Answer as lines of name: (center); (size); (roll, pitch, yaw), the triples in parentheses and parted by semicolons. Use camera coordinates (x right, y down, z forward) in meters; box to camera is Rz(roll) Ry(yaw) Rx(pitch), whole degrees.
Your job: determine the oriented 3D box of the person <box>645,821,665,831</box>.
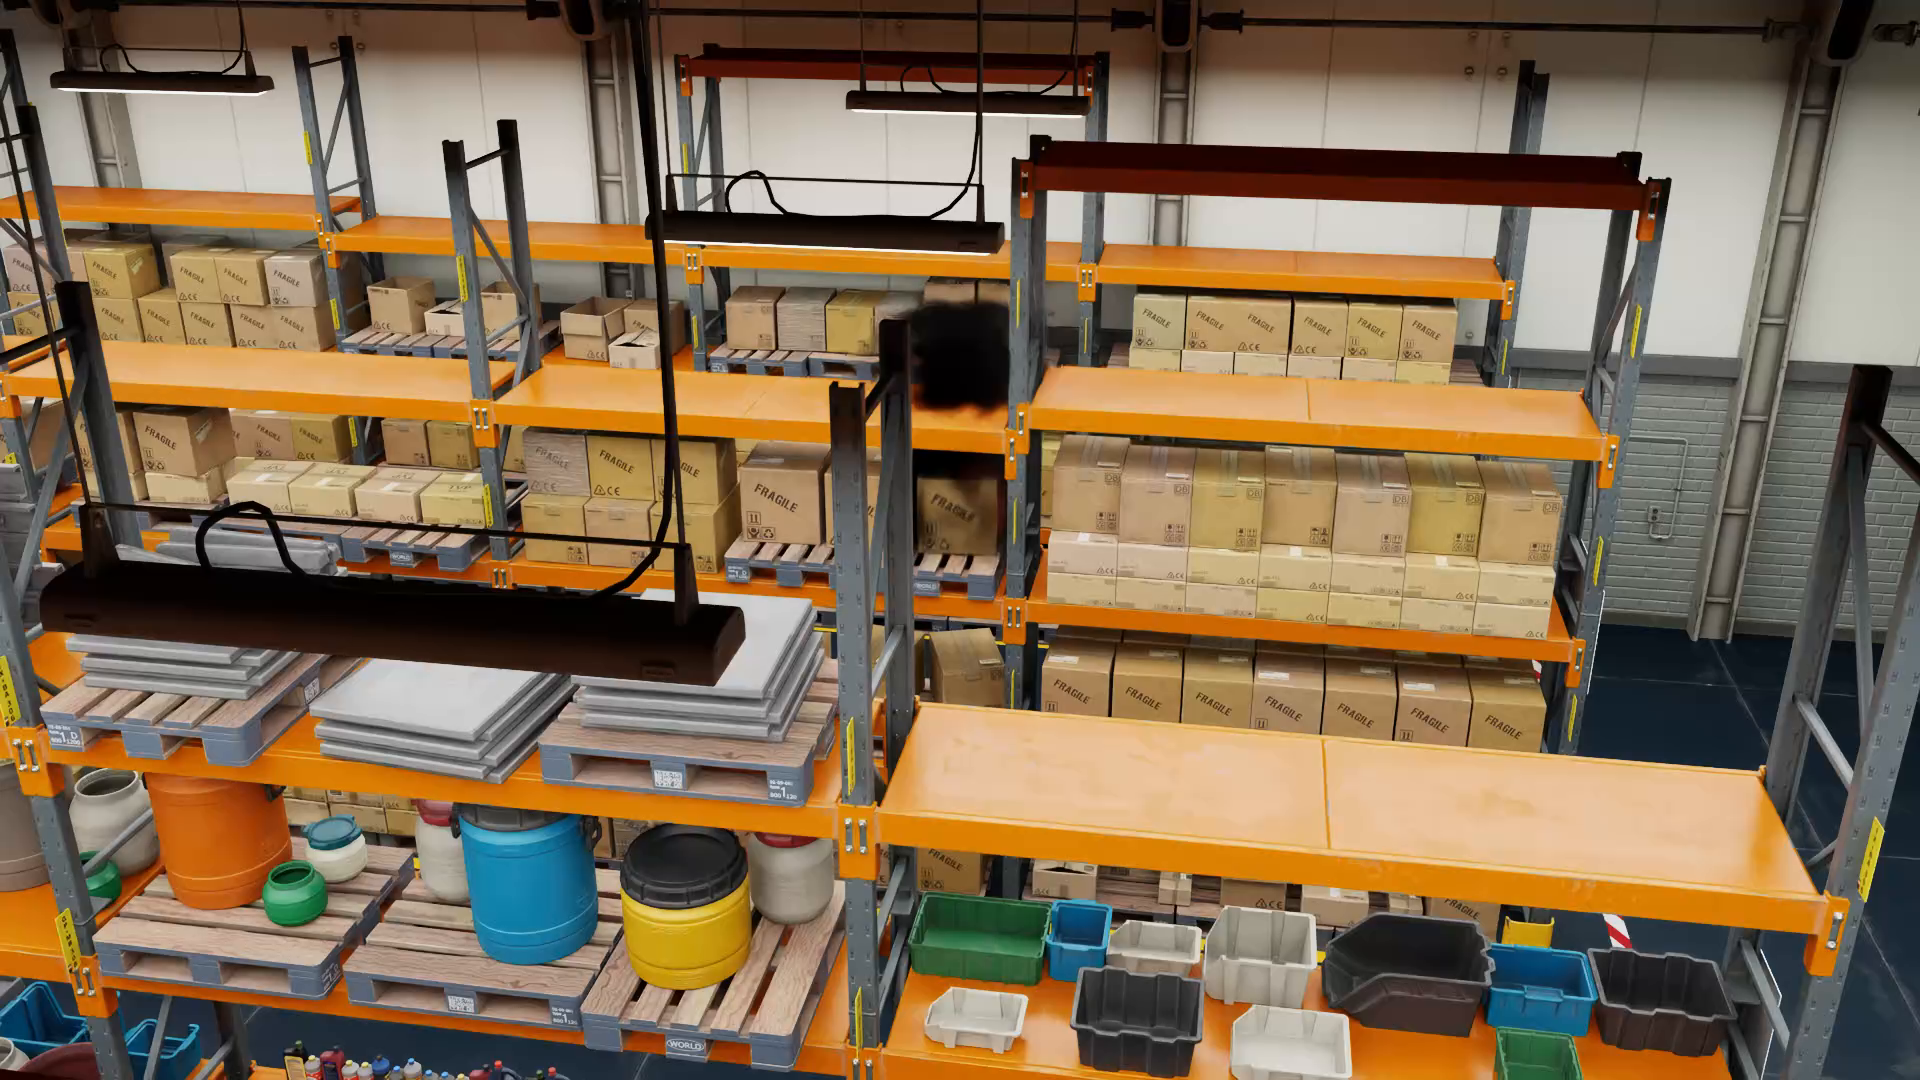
person: (-1.792, 2.693, 12.065); (1.016, 1.657, 0.669); (0, 23, 1)
